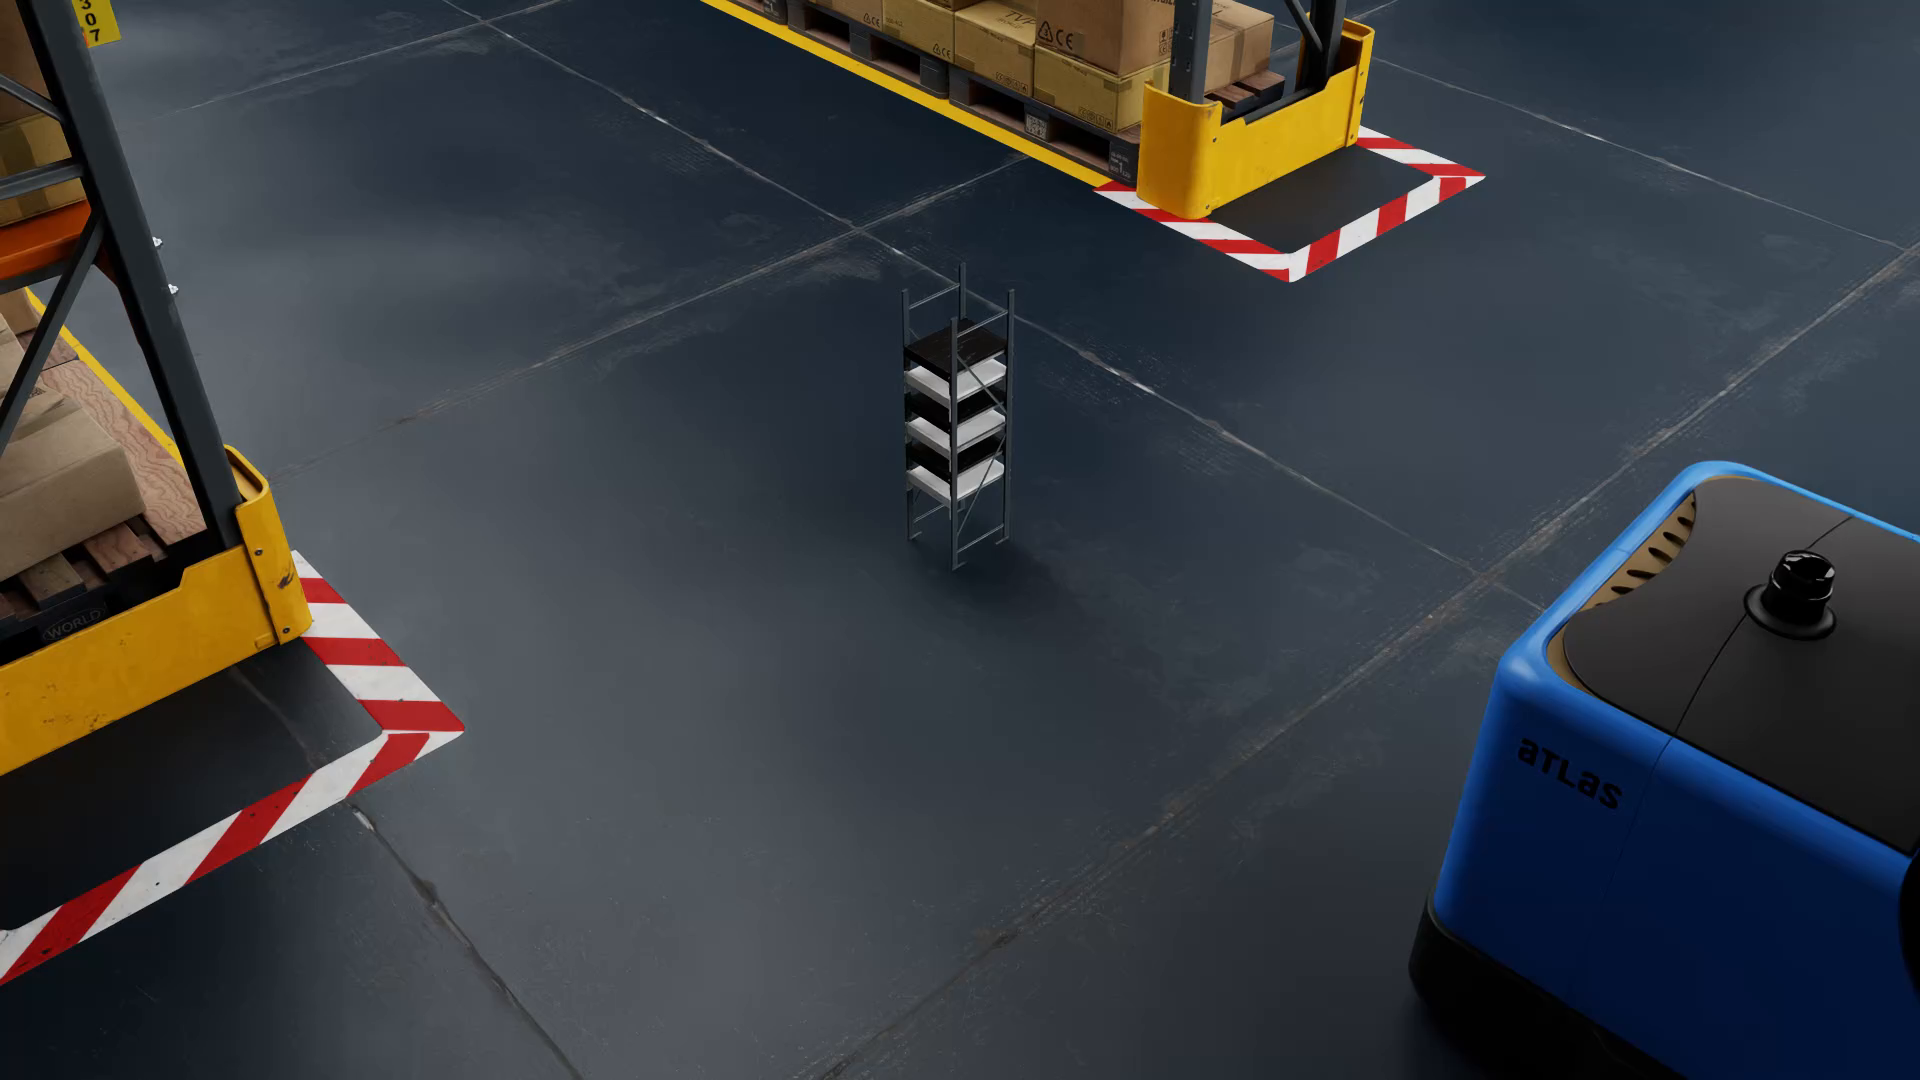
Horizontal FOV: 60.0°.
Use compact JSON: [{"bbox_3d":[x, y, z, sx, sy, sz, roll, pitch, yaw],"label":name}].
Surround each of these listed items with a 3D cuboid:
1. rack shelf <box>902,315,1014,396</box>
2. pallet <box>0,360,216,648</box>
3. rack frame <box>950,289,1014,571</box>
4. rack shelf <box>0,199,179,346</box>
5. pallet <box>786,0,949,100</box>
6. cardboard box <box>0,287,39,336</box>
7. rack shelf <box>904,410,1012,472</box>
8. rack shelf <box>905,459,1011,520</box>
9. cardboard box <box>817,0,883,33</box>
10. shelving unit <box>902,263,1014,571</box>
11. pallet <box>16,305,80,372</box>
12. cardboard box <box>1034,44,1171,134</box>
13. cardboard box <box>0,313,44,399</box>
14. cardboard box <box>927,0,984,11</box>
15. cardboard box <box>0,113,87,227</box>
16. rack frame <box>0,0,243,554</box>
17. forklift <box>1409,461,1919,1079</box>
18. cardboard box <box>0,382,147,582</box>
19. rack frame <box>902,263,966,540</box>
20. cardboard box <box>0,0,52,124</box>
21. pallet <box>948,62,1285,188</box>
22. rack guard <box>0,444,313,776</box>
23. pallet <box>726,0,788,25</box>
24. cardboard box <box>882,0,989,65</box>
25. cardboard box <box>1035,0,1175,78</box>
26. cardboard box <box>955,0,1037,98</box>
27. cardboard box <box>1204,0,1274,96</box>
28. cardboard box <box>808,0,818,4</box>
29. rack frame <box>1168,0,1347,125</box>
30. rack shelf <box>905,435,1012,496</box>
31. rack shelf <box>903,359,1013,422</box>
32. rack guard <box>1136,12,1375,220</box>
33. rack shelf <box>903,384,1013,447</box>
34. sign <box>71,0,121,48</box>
[{"bbox_3d":[-0.005,-0.538,4.823,0.258,0.077,0.200,-30,48,-32],"label":"rack shelf"},{"bbox_3d":[-2.969,-0.050,5.144,1.003,0.211,1.213,-30,48,-32],"label":"pallet"},{"bbox_3d":[0.063,-0.307,4.914,0.240,0.900,0.006,-30,48,-32],"label":"rack frame"},{"bbox_3d":[-3.747,-1.354,5.112,1.077,0.370,4.000,-30,48,-32],"label":"rack shelf"},{"bbox_3d":[-0.117,-2.631,8.340,1.003,0.211,1.213,-30,48,-32],"label":"pallet"},{"bbox_3d":[-3.641,-0.890,5.604,0.500,0.500,0.700,31,48,33],"label":"cardboard box"},{"bbox_3d":[-0.005,-0.328,4.993,0.258,0.077,0.200,-30,48,-32],"label":"rack shelf"},{"bbox_3d":[-0.005,-0.188,5.106,0.258,0.077,0.200,-30,48,-32],"label":"rack shelf"},{"bbox_3d":[-0.351,-2.721,8.086,0.500,0.250,0.500,-30,48,-32],"label":"cardboard box"},{"bbox_3d":[-0.005,-0.354,4.972,0.258,0.900,0.210,-30,48,-32],"label":"shelving unit"},{"bbox_3d":[-3.790,-0.614,5.843,1.003,0.211,1.213,-30,48,-32],"label":"pallet"},{"bbox_3d":[0.672,-2.032,7.232,0.500,0.250,0.500,-30,48,-32],"label":"cardboard box"},{"bbox_3d":[-3.181,-0.456,5.217,0.500,0.311,0.500,-26,46,-28],"label":"cardboard box"},{"bbox_3d":[-0.017,-2.779,7.561,0.500,0.500,0.500,-30,48,-32],"label":"cardboard box"},{"bbox_3d":[-2.490,-1.019,4.228,0.500,0.250,0.500,-31,48,-33],"label":"cardboard box"},{"bbox_3d":[-2.394,-0.709,3.740,1.000,3.000,0.127,-30,48,-32],"label":"rack frame"},{"bbox_3d":[2.473,0.339,2.498,3.031,2.935,1.130,30,48,32],"label":"forklift"},{"bbox_3d":[-2.796,-0.192,4.890,0.500,0.311,0.500,29,47,31],"label":"cardboard box"},{"bbox_3d":[-0.074,-0.401,5.030,0.240,0.900,0.006,-30,48,-32],"label":"rack frame"},{"bbox_3d":[-2.496,-1.298,3.977,0.500,0.500,0.500,-30,48,-32],"label":"cardboard box"},{"bbox_3d":[0.704,-2.067,7.641,1.003,0.211,1.213,-30,48,-32],"label":"pallet"},{"bbox_3d":[-2.445,0.229,4.569,1.175,0.500,0.348,-30,48,-32],"label":"rack guard"},{"bbox_3d":[-0.946,-3.196,9.039,1.003,0.211,1.213,-30,48,-32],"label":"pallet"},{"bbox_3d":[-0.015,-2.489,7.798,0.500,0.250,0.500,-30,48,-32],"label":"cardboard box"},{"bbox_3d":[0.670,-2.323,6.996,0.500,0.500,0.500,-30,48,-32],"label":"cardboard box"},{"bbox_3d":[0.325,-2.258,7.513,0.500,0.250,0.500,-30,48,-32],"label":"cardboard box"},{"bbox_3d":[1.053,-2.252,7.505,0.500,0.250,0.500,-30,48,-32],"label":"cardboard box"},{"bbox_3d":[-0.694,-2.950,8.369,0.500,0.250,0.500,-30,48,-32],"label":"cardboard box"},{"bbox_3d":[1.252,-2.815,6.349,1.000,3.000,0.127,-30,48,-32],"label":"rack frame"},{"bbox_3d":[-0.005,-0.258,5.049,0.258,0.077,0.200,-30,48,-32],"label":"rack shelf"},{"bbox_3d":[-0.005,-0.468,4.880,0.258,0.077,0.200,-30,48,-32],"label":"rack shelf"},{"bbox_3d":[1.269,-1.832,7.120,1.175,0.500,0.348,-30,48,-32],"label":"rack guard"},{"bbox_3d":[-0.005,-0.398,4.936,0.258,0.077,0.200,-30,48,-32],"label":"rack shelf"},{"bbox_3d":[-1.995,-1.276,3.754,0.100,0.325,0.005,-30,48,-32],"label":"sign"}]
